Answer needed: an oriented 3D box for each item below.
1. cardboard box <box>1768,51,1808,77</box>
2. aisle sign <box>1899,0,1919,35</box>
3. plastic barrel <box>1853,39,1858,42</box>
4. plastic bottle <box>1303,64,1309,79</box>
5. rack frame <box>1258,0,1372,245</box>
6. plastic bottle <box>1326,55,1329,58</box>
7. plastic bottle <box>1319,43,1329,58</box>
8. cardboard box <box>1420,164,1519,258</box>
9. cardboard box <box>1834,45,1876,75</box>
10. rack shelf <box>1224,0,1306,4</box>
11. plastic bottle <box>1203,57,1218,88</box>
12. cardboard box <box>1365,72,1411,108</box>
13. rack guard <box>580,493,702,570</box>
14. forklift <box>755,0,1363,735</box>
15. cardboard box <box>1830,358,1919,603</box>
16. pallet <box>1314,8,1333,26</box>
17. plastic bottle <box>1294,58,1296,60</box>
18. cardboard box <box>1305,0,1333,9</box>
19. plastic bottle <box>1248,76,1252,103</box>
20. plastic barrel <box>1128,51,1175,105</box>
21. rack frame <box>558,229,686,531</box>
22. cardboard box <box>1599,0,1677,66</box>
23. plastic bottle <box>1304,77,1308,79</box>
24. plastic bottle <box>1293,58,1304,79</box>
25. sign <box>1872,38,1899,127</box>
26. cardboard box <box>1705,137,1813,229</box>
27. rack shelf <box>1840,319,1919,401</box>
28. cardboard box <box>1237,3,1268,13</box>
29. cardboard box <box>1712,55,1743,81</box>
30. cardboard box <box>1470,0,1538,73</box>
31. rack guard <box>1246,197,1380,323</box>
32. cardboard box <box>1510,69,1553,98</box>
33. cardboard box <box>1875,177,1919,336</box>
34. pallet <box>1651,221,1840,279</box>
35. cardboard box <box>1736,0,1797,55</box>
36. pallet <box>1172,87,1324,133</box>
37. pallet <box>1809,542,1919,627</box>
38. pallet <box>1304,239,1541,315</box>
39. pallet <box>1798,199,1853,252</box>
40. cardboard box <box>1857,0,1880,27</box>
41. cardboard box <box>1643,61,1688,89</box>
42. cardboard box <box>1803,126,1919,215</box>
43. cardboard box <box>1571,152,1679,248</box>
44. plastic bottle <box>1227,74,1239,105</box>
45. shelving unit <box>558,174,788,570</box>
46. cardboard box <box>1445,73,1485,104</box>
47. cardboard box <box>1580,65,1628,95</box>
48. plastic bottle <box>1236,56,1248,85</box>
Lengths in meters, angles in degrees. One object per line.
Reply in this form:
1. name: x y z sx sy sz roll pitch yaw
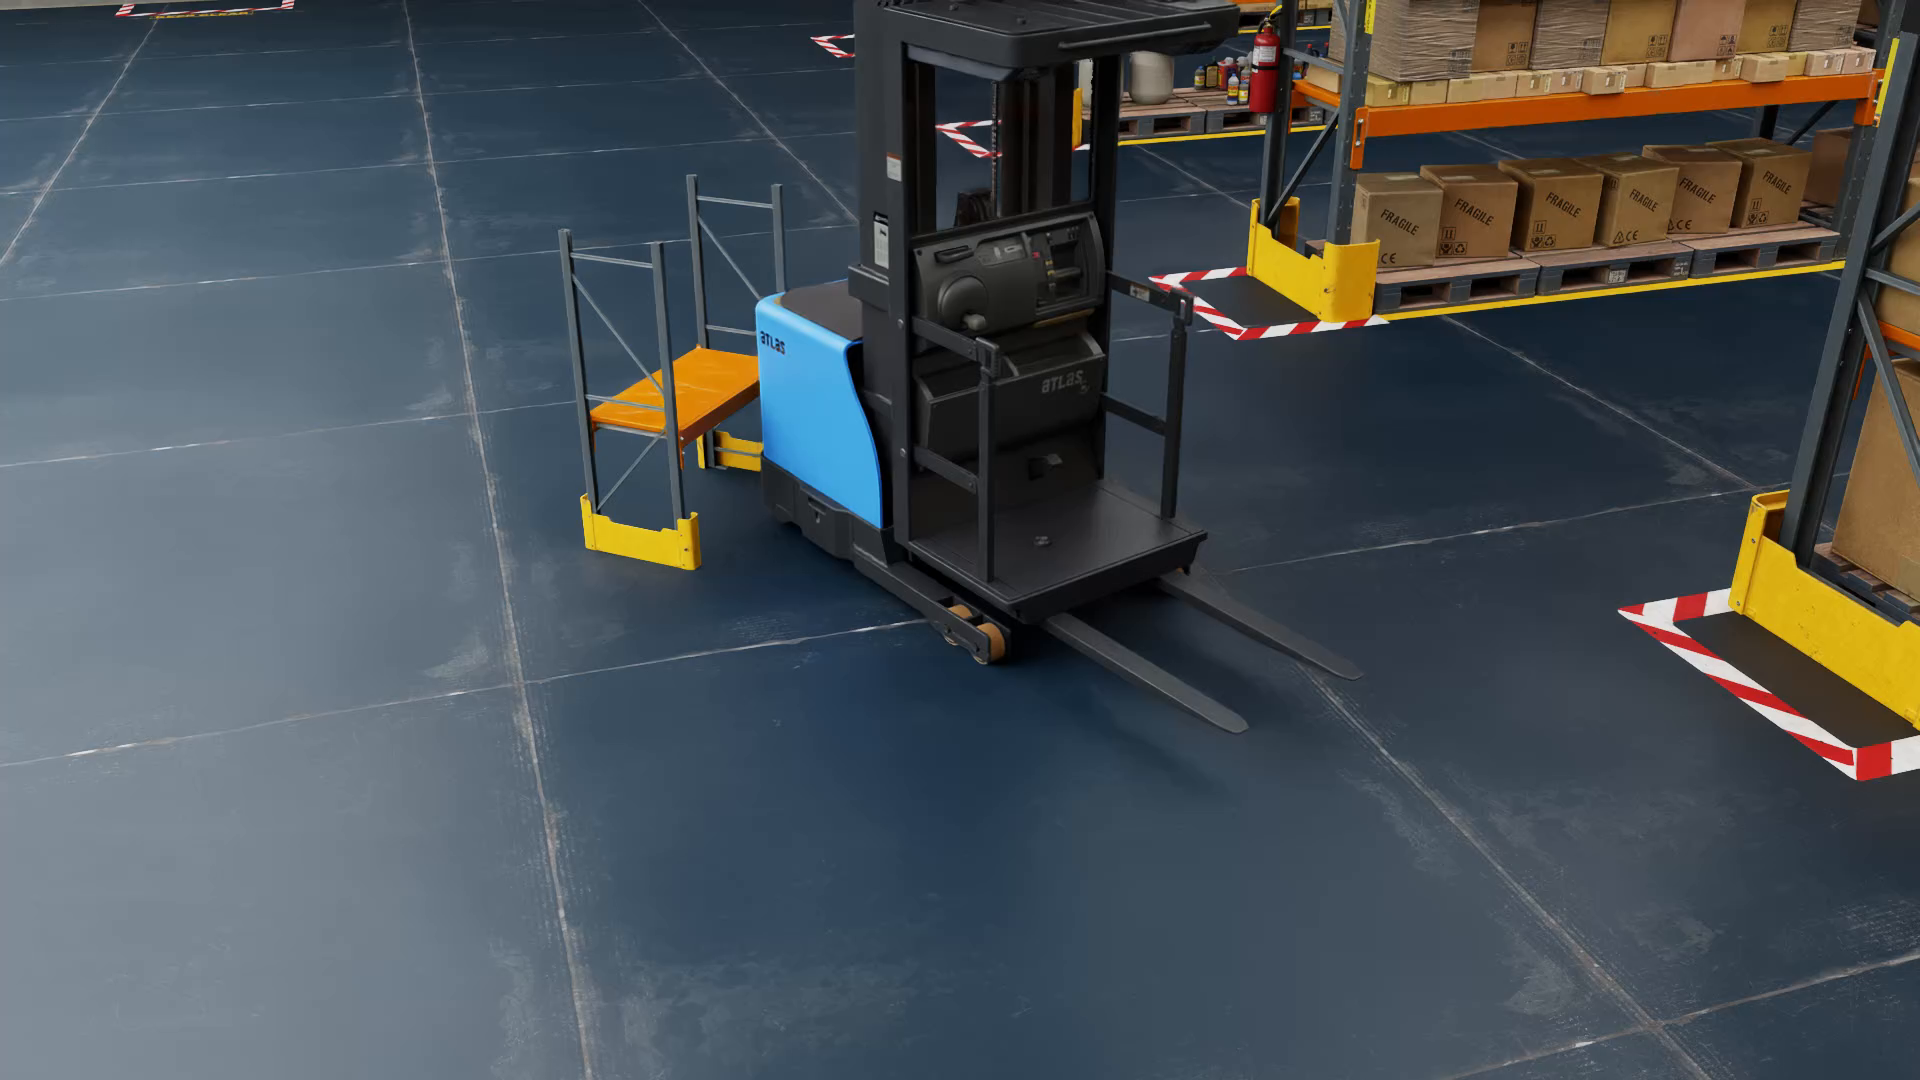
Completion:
1. cardboard box: 5.422 -3.213 11.131 0.250 0.149 0.380 -8 28 -16
2. aisle sign: 3.508 -2.138 5.760 0.004 0.787 0.394 -8 28 -16
3. plastic barrel: 9.835 -5.502 17.698 0.708 0.588 0.600 -8 28 -16
4. plastic bottle: 3.296 -4.336 15.671 0.133 0.283 0.061 -8 28 -16
5. rack frame: 2.229 -2.968 10.355 0.127 3.000 1.000 -8 28 -16
6. plastic bottle: 3.647 -4.627 16.181 0.185 0.351 0.144 -8 28 -16
7. plastic bottle: 3.602 -4.688 16.303 0.185 0.351 0.144 -7 27 -15
8. cardboard box: 3.385 -2.212 11.171 0.500 0.500 0.500 -1 26 -3
9. cardboard box: 5.919 -3.252 11.210 0.250 0.149 0.380 -8 28 -16
10. rack shelf: 2.596 -5.015 15.288 4.000 0.370 1.077 -8 28 -16
11. plastic bottle: 2.411 -4.504 16.010 0.133 0.283 0.061 -8 27 -15
12. cardboard box: 2.573 -2.794 10.287 0.250 0.149 0.380 -8 28 -16
13. rack guard: -1.450 -0.042 7.553 0.587 0.250 0.087 11 28 21
14. forklift: 0.339 -1.056 6.581 1.130 2.935 3.031 -18 32 -32
15. cardboard box: 4.293 -0.215 6.726 0.875 0.875 0.875 -8 28 -16
16. pallet: 4.818 -6.746 21.102 1.213 0.211 1.003 -8 28 -16
17. plastic bottle: 3.253 -4.626 16.256 0.133 0.283 0.061 -7 27 -14
18. cardboard box: 4.406 -6.757 20.608 0.500 0.250 0.500 -9 28 -18
19. plastic bottle: 2.736 -4.184 15.364 0.133 0.283 0.061 -8 27 -15
20. plastic barrel: 1.773 -4.328 15.420 0.421 0.512 0.421 0 26 0
21. rack frame: -1.457 -0.594 7.259 0.500 1.500 0.032 11 28 21
22. cardboard box: 4.166 -3.444 10.867 0.500 0.500 0.875 -8 28 -16
23. plastic bottle: 3.226 -4.227 15.542 0.097 0.201 0.097 0 26 0
24. plastic bottle: 3.294 -4.590 16.196 0.097 0.271 0.097 0 26 0
25. sign: 3.514 -1.713 6.258 0.005 0.325 0.100 -8 28 -16
26. cardboard box: 5.639 -2.549 11.850 0.500 0.500 0.500 -9 28 -18
27. rack shelf: 5.570 -0.810 6.817 4.000 0.370 1.077 -8 28 -16
28. cardboard box: 3.428 -6.615 20.321 0.500 0.250 0.500 -9 28 -17
29. cardboard box: 4.940 -3.153 11.009 0.250 0.149 0.380 -8 28 -16
30. cardboard box: 3.198 -3.330 10.637 0.500 0.500 0.875 -8 28 -16
31. rack guard: 2.301 -1.859 10.932 0.348 0.500 1.175 -8 28 -16
32. cardboard box: 3.531 -2.923 10.547 0.250 0.149 0.380 -8 28 -16
33. cardboard box: 4.007 -0.994 6.211 0.550 0.550 0.875 -8 28 -16
34. pallet: 5.404 -2.162 11.868 1.213 0.211 1.003 -8 28 -16
35. cardboard box: 5.099 -3.607 11.195 0.500 0.500 0.875 -8 28 -16
36. pallet: 2.685 -4.119 15.810 1.213 0.211 1.003 -8 28 -16
37. pallet: 4.405 0.249 7.011 1.213 0.211 1.003 -8 28 -16
38. pallet: 3.084 -1.826 11.191 1.213 0.211 1.003 -8 28 -16
39. pallet: 6.772 -2.378 12.302 1.213 0.211 1.003 -8 28 -16
40. cardboard box: 6.831 -4.026 11.339 1.000 1.000 1.000 -8 28 -16
41. cardboard box: 4.488 -3.052 10.807 0.250 0.149 0.380 -8 28 -16
42. cardboard box: 6.622 -2.672 12.074 0.500 0.500 0.700 -10 28 -20
43. cardboard box: 4.531 -2.348 11.445 0.500 0.500 0.500 -11 28 -21
44. plastic bottle: 2.515 -4.155 15.319 0.097 0.271 0.097 0 26 0
45. shelving unit: -1.253 -0.805 7.685 0.587 1.500 1.083 11 28 21
46. cardboard box: 3.059 -2.848 10.396 0.250 0.149 0.380 -8 28 -16
47. cardboard box: 4.030 -2.959 10.620 0.250 0.149 0.380 -8 28 -16
48. plastic bottle: 2.685 -4.520 16.049 0.135 0.276 0.152 -9 28 -18
